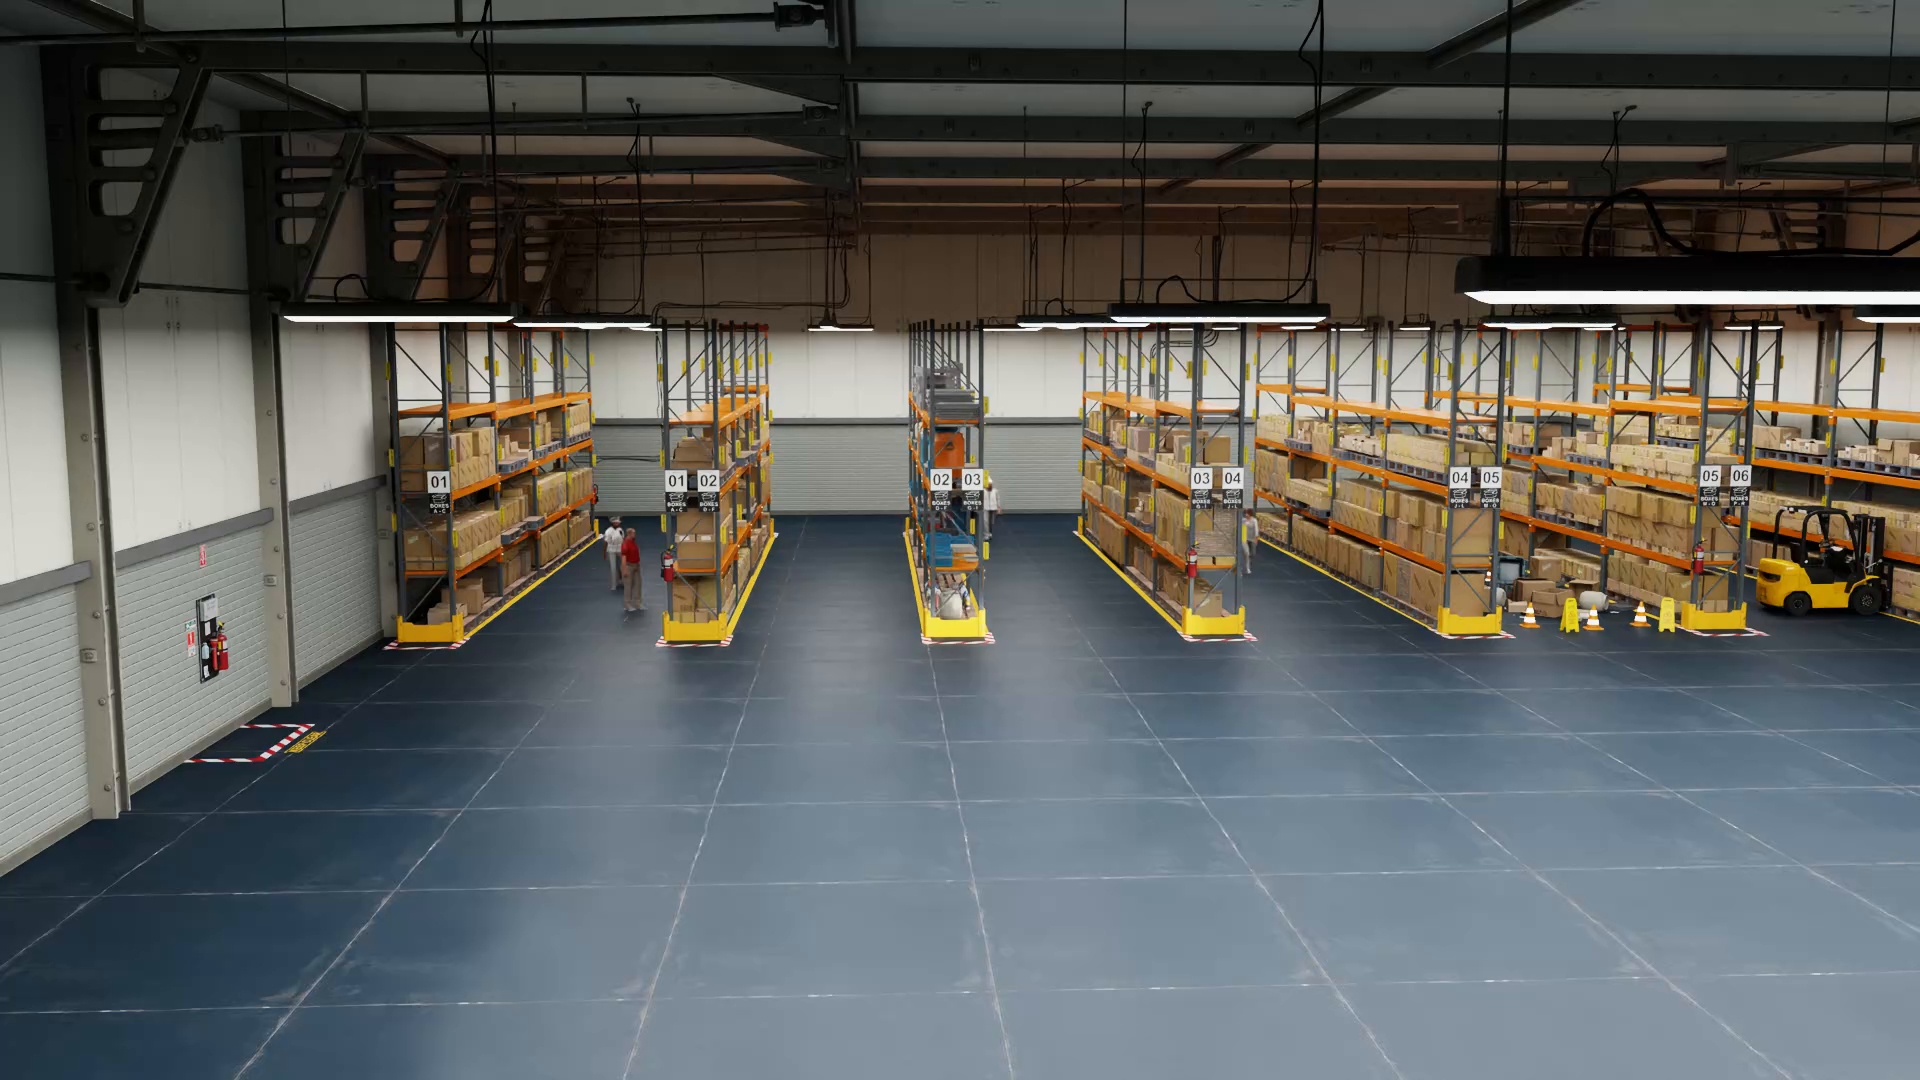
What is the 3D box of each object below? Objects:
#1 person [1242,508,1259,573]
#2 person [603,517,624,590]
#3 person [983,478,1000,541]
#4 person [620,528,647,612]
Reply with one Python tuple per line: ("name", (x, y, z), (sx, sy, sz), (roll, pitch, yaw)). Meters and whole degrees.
("person", (6.942, -0.006, 40.046), (0.406, 1.563, 0.699), (-1, 7, -10))
("person", (-7.792, 0.273, 37.532), (0.532, 1.633, 0.939), (-2, 7, -14))
("person", (0.834, -0.866, 46.350), (0.575, 1.726, 1.045), (-1, 7, -5))
("person", (-6.822, 0.611, 34.567), (0.421, 1.736, 0.593), (4, 8, 29))
